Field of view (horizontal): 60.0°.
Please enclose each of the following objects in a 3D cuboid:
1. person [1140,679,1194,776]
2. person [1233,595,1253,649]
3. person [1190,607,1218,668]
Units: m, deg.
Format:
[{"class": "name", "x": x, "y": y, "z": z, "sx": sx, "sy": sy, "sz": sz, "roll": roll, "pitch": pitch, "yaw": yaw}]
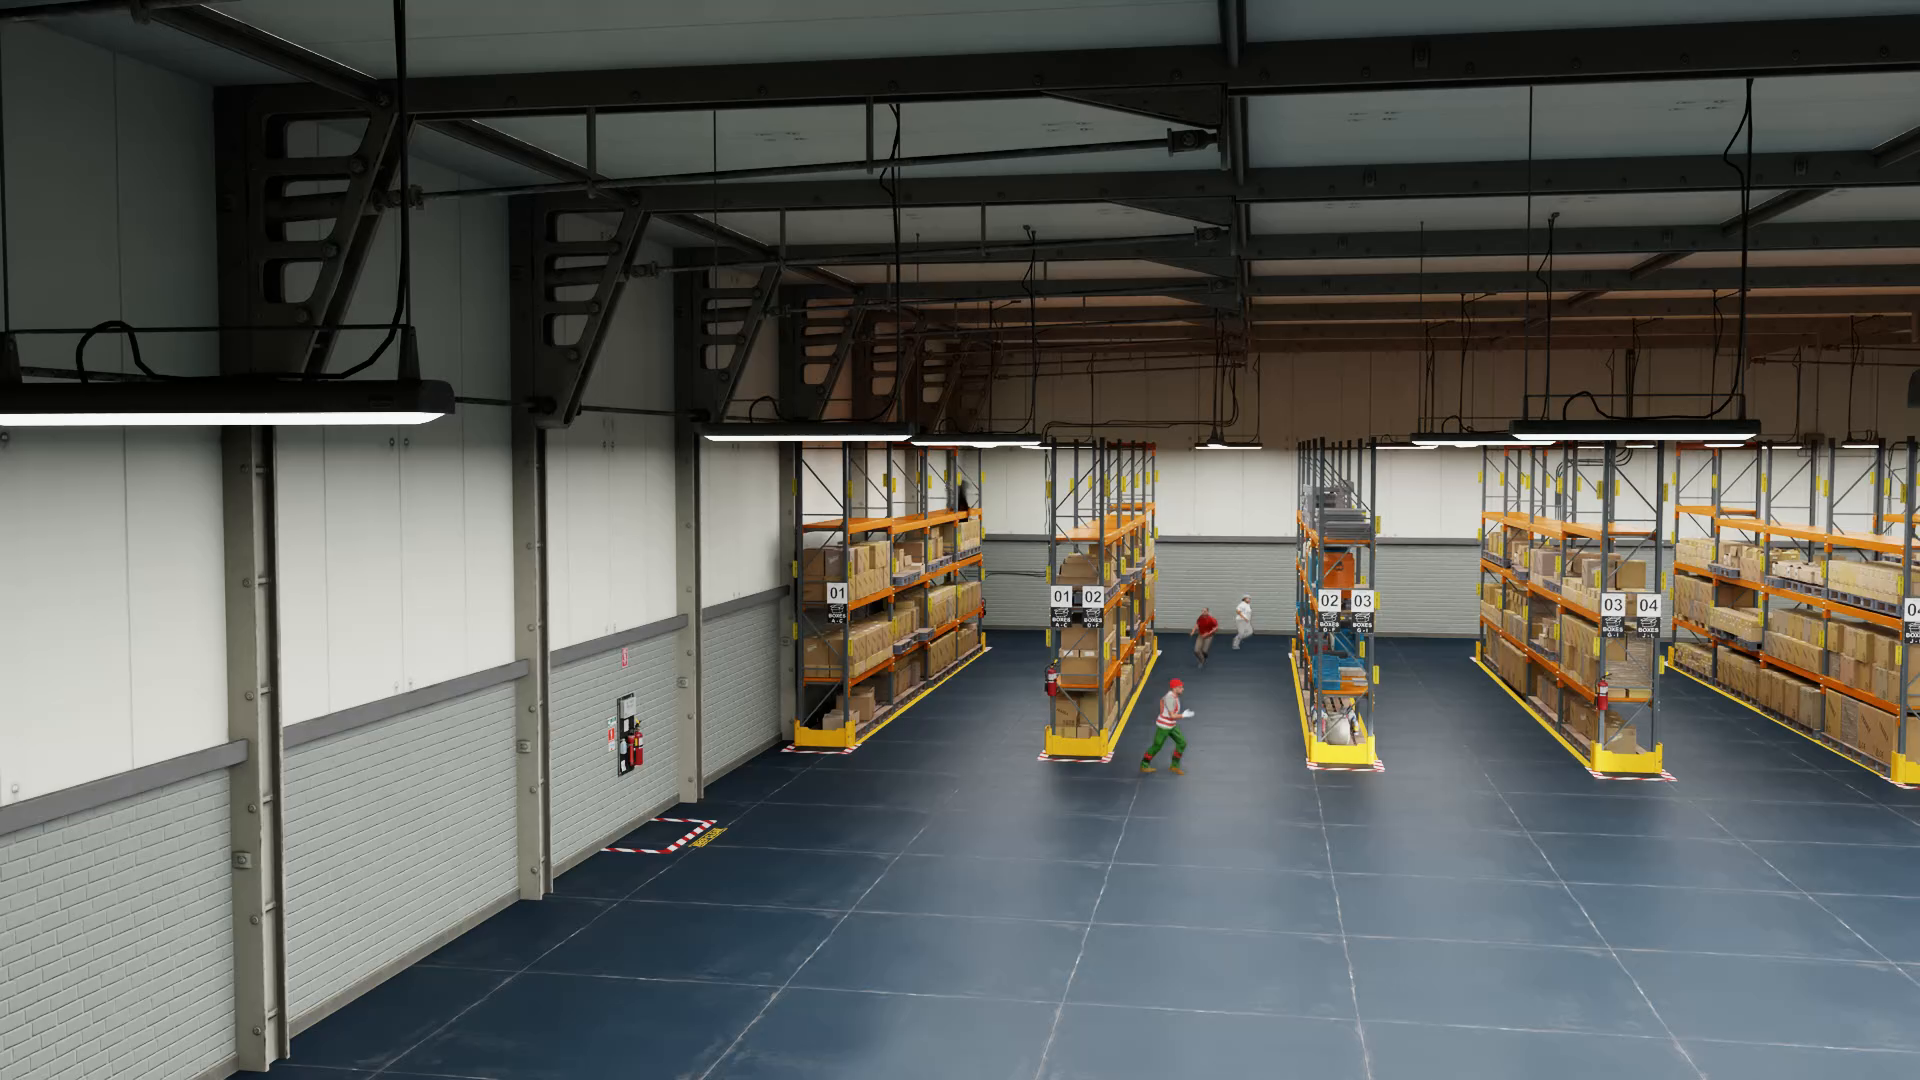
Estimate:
[{"class": "person", "x": 3.671, "y": 3.297, "z": 29.306, "sx": 1.004, "sy": 1.739, "sz": 0.681, "roll": 1, "pitch": 3, "yaw": 26}, {"class": "person", "x": 8.306, "y": 2.376, "z": 48.520, "sx": 0.505, "sy": 1.562, "sz": 0.754, "roll": 2, "pitch": 4, "yaw": 34}, {"class": "person", "x": 6.519, "y": 2.596, "z": 44.167, "sx": 0.744, "sy": 1.638, "sz": 0.546, "roll": 2, "pitch": 4, "yaw": 31}]
